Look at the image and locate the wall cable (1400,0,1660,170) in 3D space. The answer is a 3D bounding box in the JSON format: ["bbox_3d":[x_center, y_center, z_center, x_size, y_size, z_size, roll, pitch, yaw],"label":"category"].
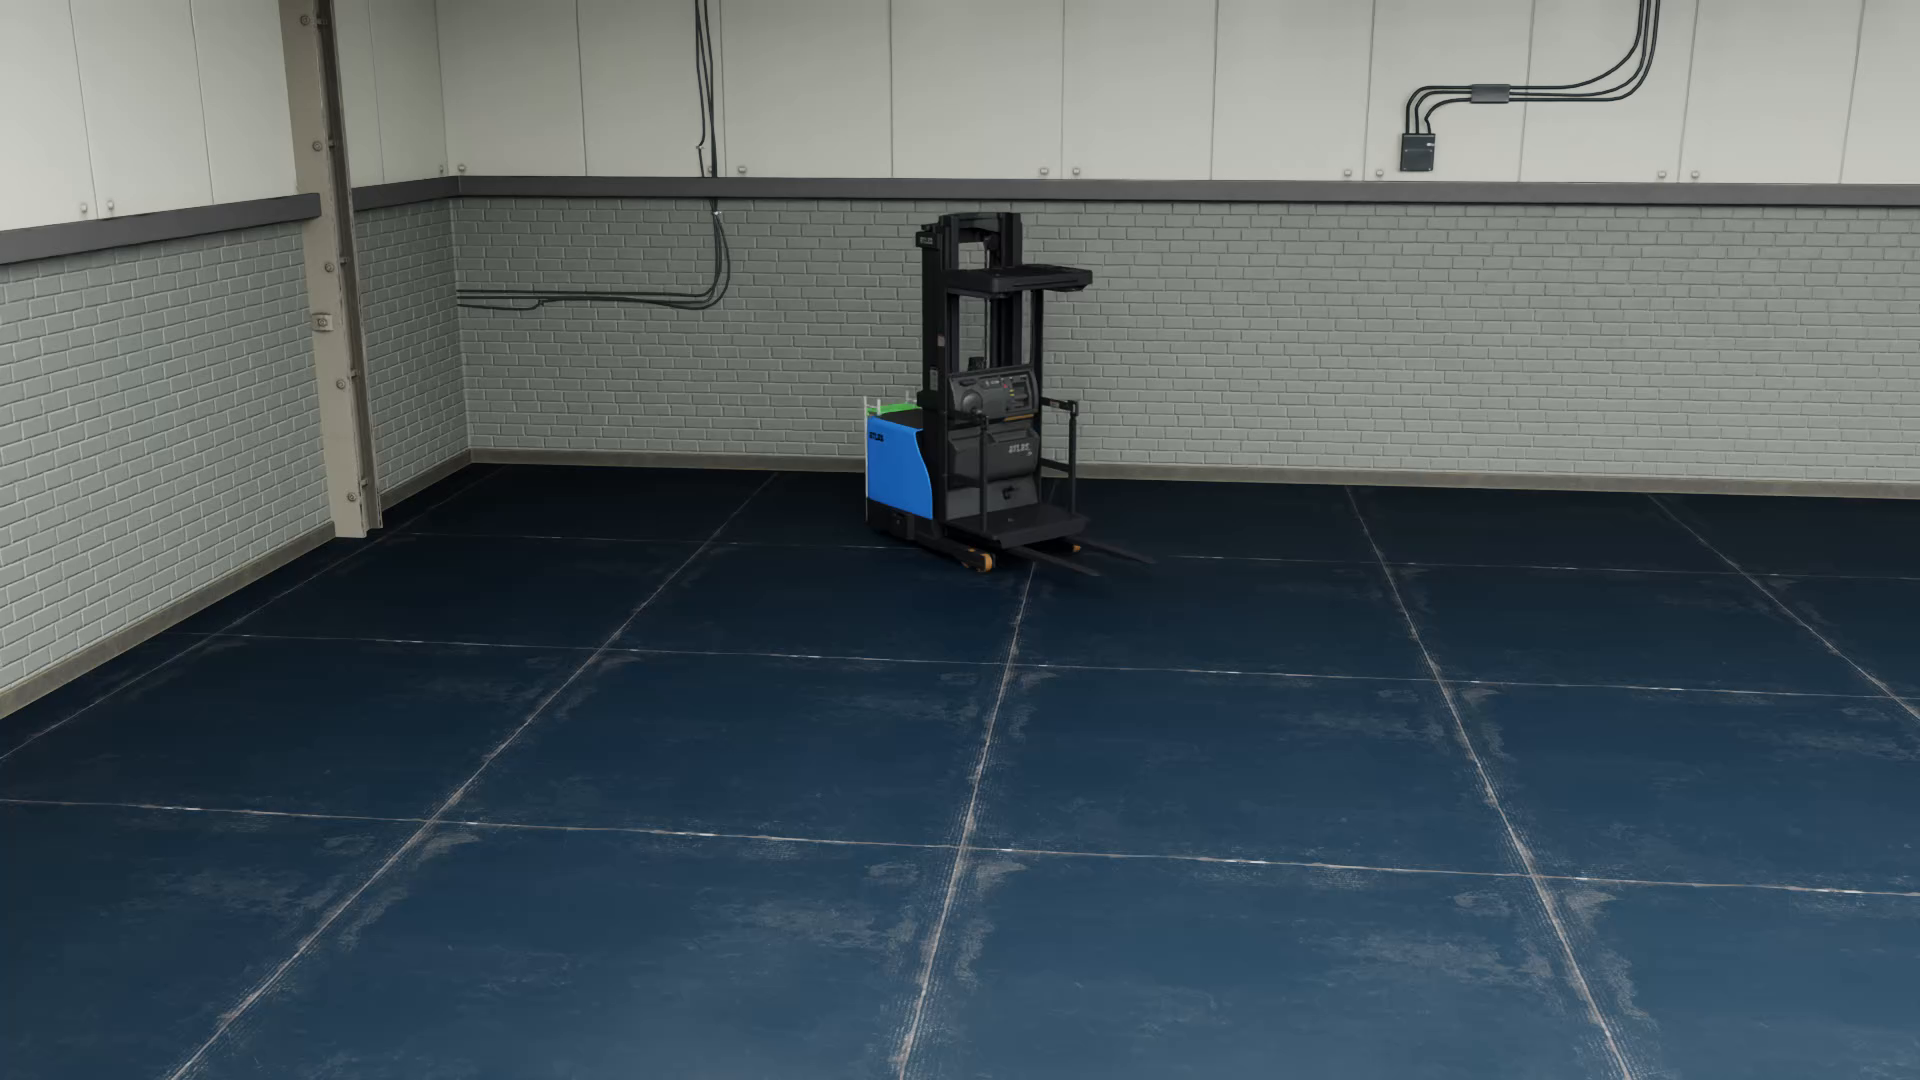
[{"bbox_3d":[5.485,-6.504,15.460,2.305,6.003,0.169,2,15,6],"label":"wall cable"}]

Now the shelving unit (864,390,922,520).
[{"bbox_3d":[-0.623,-0.785,15.762,0.503,1.200,0.258,-12,18,-36],"label":"shelving unit"}]

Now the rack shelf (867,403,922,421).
[{"bbox_3d":[-0.625,-1.187,15.655,0.480,0.148,0.258,-12,18,-36],"label":"rack shelf"}]

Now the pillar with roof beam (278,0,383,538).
[{"bbox_3d":[-1.315,-4.294,13.803,9.100,9.000,0.400,2,15,6],"label":"pillar with roof beam"}]

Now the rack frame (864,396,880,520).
[{"bbox_3d":[-0.816,-0.746,15.617,0.015,1.200,0.240,-12,18,-36],"label":"rack frame"}]

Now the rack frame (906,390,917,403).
[{"bbox_3d":[-0.431,-0.824,15.907,0.015,1.200,0.240,-12,18,-36],"label":"rack frame"}]

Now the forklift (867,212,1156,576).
[{"bbox_3d":[0.427,-1.282,14.289,1.130,2.935,3.031,-11,19,-36],"label":"forklift"}]

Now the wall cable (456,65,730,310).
[{"bbox_3d":[-3.947,-3.647,17.358,3.097,2.526,0.112,2,15,6],"label":"wall cable"}]

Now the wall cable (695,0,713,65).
[{"bbox_3d":[-1.258,-6.005,16.405,3.097,2.526,0.112,2,15,6],"label":"wall cable"}]
